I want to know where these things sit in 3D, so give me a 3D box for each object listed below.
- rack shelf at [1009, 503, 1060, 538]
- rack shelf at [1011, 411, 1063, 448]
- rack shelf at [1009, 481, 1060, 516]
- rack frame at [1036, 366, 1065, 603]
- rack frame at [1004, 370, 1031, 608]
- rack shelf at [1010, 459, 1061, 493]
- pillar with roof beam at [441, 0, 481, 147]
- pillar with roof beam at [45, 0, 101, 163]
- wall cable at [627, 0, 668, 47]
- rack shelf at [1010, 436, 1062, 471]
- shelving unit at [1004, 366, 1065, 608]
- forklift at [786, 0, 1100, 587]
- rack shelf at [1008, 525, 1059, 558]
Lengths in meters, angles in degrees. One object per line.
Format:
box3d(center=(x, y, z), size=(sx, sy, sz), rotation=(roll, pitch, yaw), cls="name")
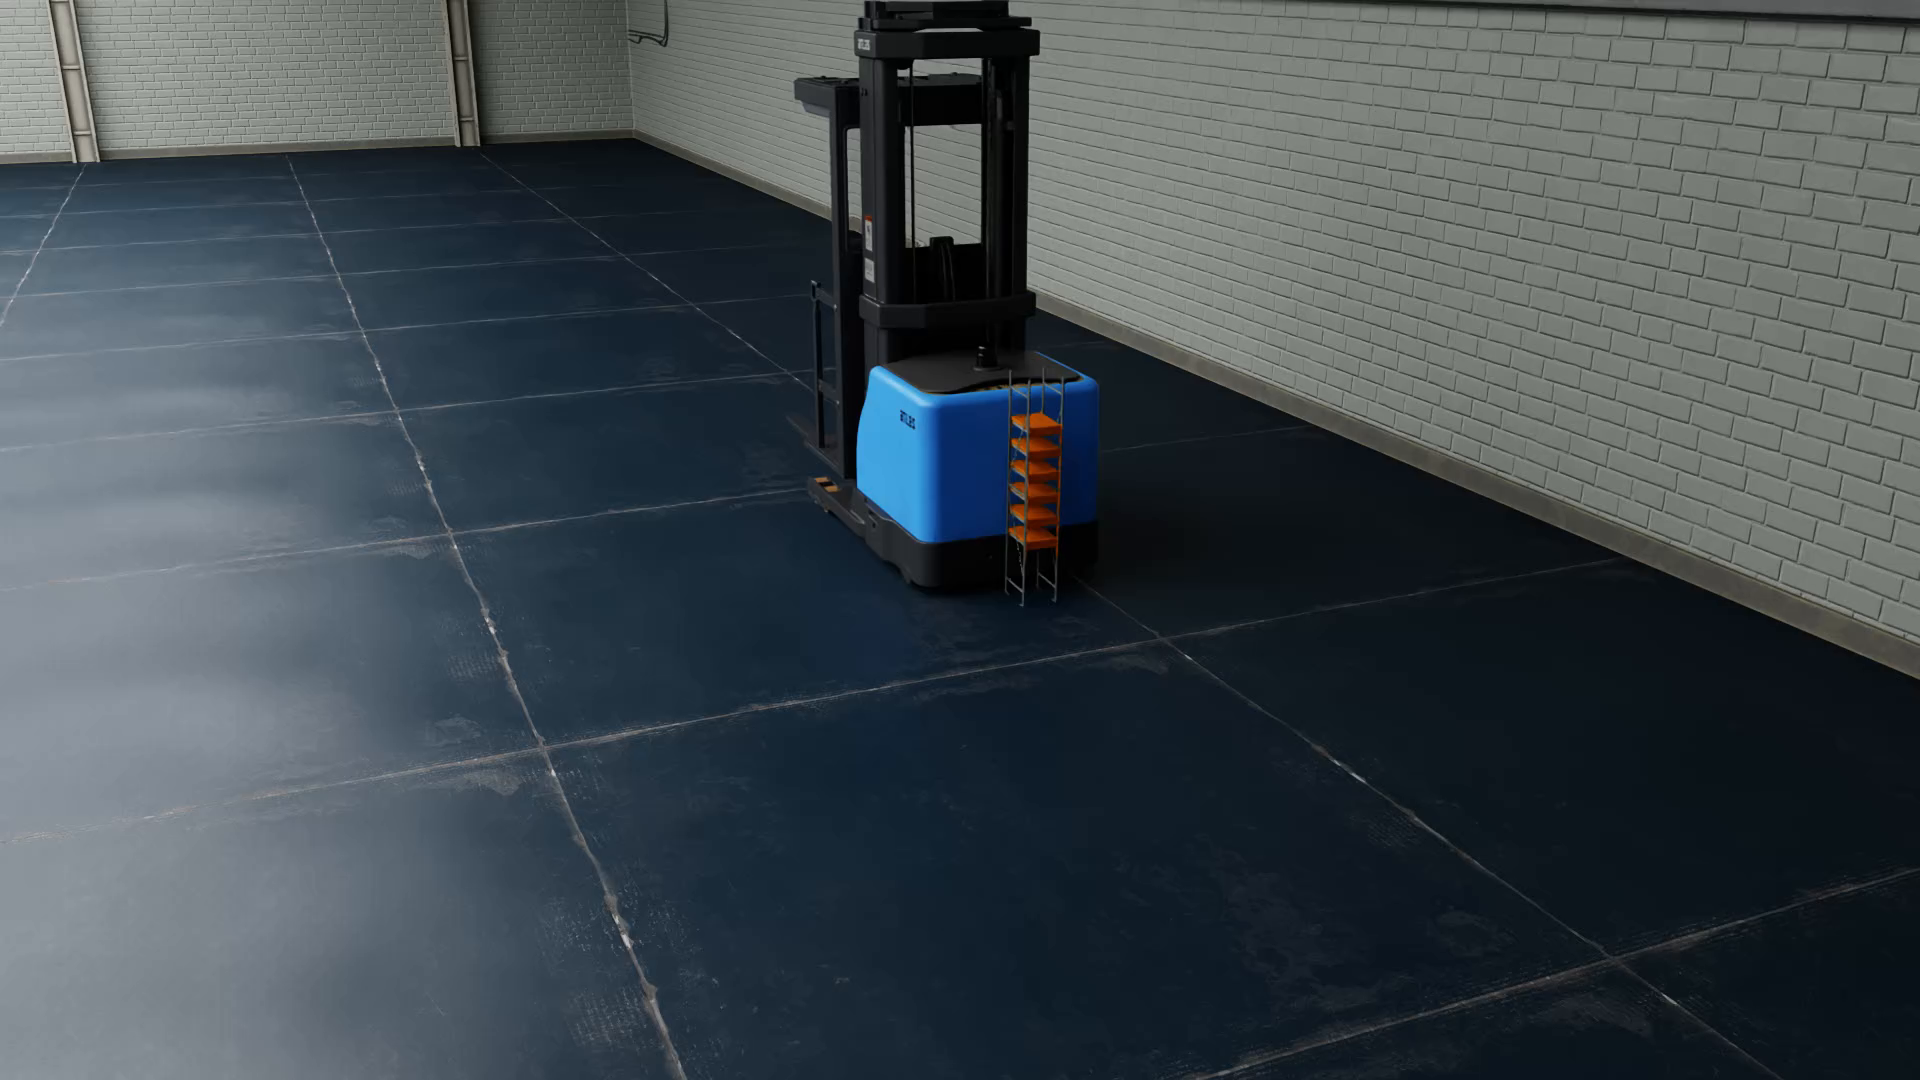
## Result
box3d(center=(0.372, -0.109, 8.506), size=(0.180, 0.103, 0.258), rotation=(-8, 23, -21), cls="rack shelf")
box3d(center=(0.377, -0.557, 8.334), size=(0.180, 0.103, 0.258), rotation=(-8, 23, -21), cls="rack shelf")
box3d(center=(0.373, -0.221, 8.463), size=(0.180, 0.103, 0.258), rotation=(-8, 23, -21), cls="rack shelf")
box3d(center=(0.458, -0.274, 8.480), size=(0.006, 1.200, 0.240), rotation=(-8, 23, -21), cls="rack frame")
box3d(center=(0.289, -0.251, 8.414), size=(0.006, 1.200, 0.240), rotation=(-8, 23, -21), cls="rack frame")
box3d(center=(0.375, -0.333, 8.420), size=(0.180, 0.103, 0.258), rotation=(-8, 23, -21), cls="rack shelf")
box3d(center=(-6.938, -9.863, 23.985), size=(0.400, 9.000, 9.100), rotation=(-8, 21, -22), cls="pillar with roof beam")
box3d(center=(-12.447, -9.074, 21.744), size=(0.400, 9.000, 9.100), rotation=(-8, 21, -22), cls="pillar with roof beam")
box3d(center=(-5.414, -9.696, 28.185), size=(0.112, 2.526, 3.097), rotation=(-8, 21, -22), cls="wall cable")
box3d(center=(0.376, -0.445, 8.377), size=(0.180, 0.103, 0.258), rotation=(-8, 23, -21), cls="rack shelf")
box3d(center=(0.374, -0.262, 8.447), size=(0.189, 1.200, 0.258), rotation=(-8, 23, -21), cls="shelving unit")
box3d(center=(-0.284, -1.589, 9.621), size=(1.130, 2.935, 3.031), rotation=(-8, 21, -21), cls="forklift")
box3d(center=(0.370, 0.003, 8.550), size=(0.180, 0.103, 0.258), rotation=(-8, 23, -21), cls="rack shelf")
